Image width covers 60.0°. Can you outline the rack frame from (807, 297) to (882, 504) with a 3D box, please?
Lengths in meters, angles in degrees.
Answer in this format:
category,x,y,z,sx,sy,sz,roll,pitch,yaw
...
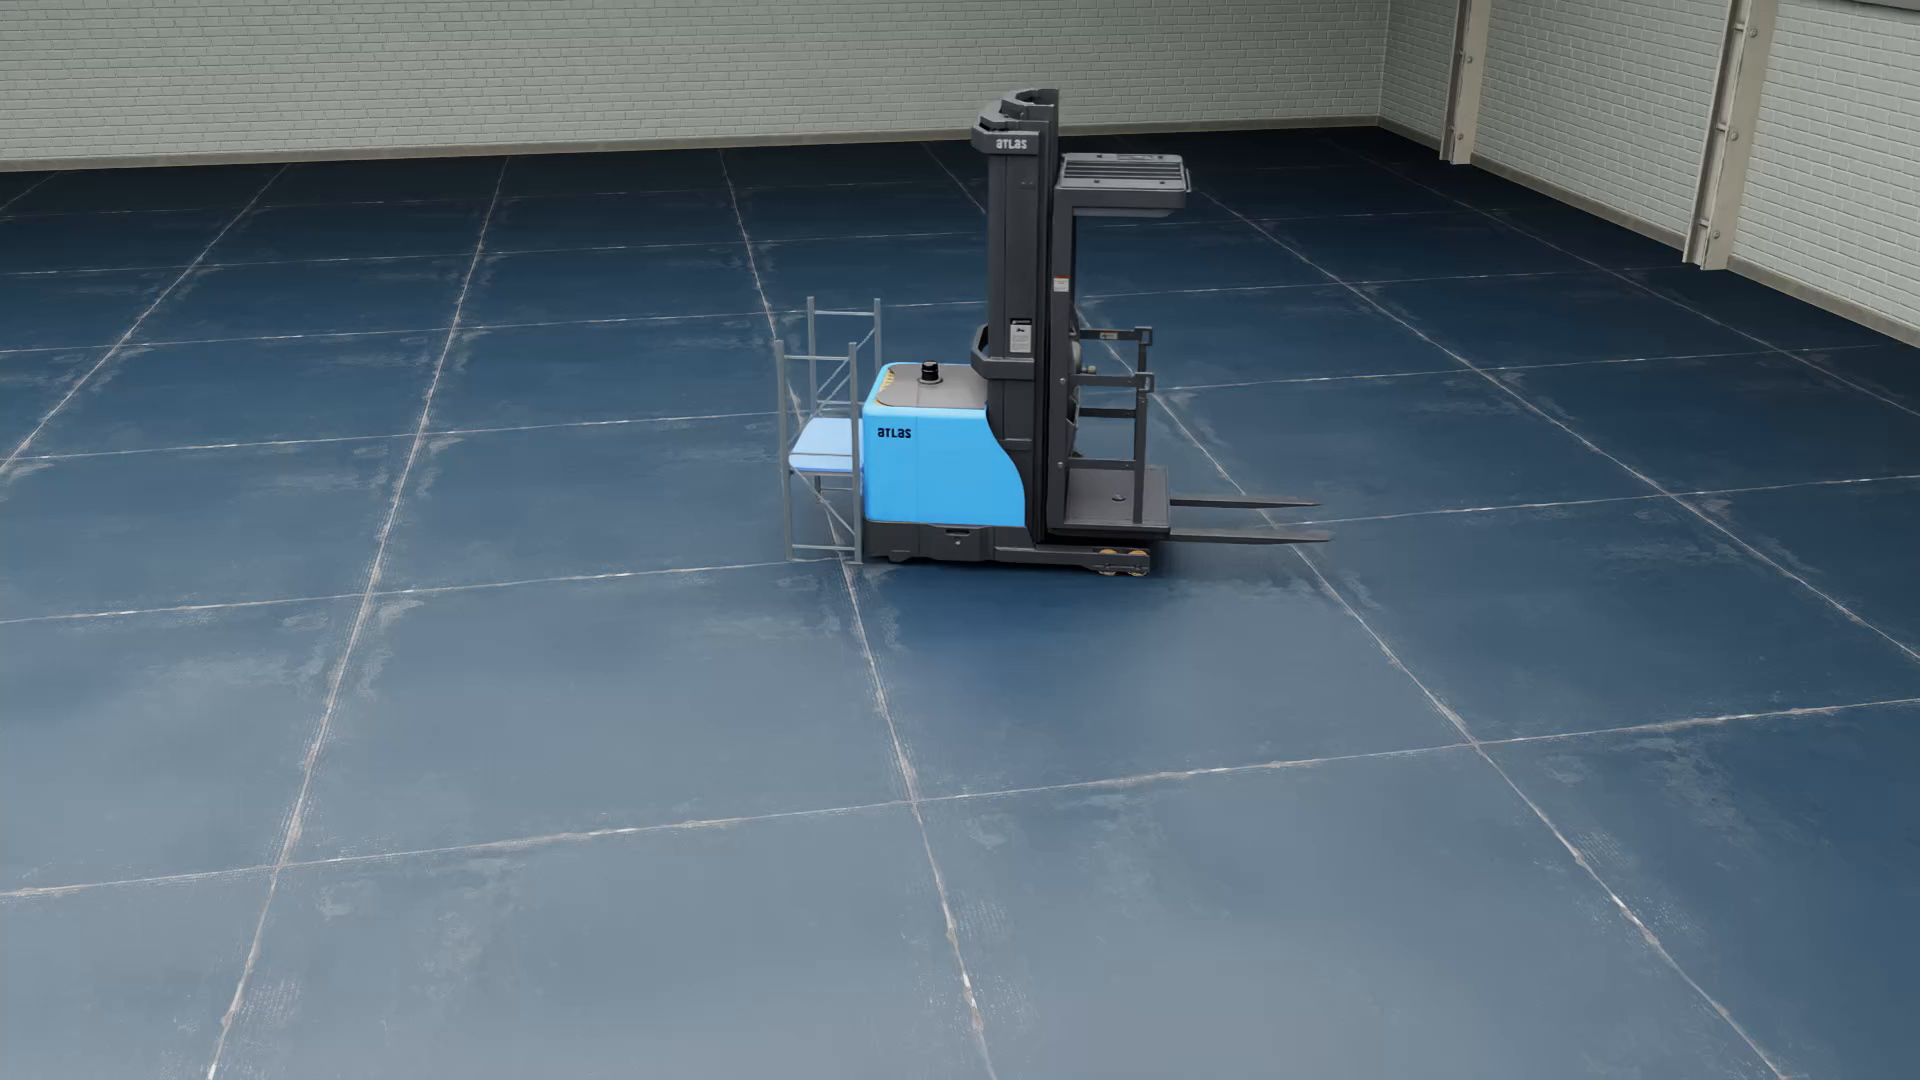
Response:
category,x,y,z,sx,sy,sz,roll,pitch,yaw
rack frame,-0.785,-0.947,11.545,0.500,1.500,0.032,2,24,6

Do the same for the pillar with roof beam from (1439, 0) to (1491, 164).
category,x,y,z,sx,sy,sz,roll,pitch,yaw
pillar with roof beam,2.773,-9.159,20.978,9.100,9.000,0.400,-4,24,-10

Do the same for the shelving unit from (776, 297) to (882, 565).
category,x,y,z,sx,sy,sz,roll,pitch,yaw
shelving unit,-0.839,-0.745,11.082,0.538,1.500,1.048,2,24,6

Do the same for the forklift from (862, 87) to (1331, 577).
category,x,y,z,sx,sy,sz,roll,pitch,yaw
forklift,0.915,-1.331,10.636,3.031,2.935,1.130,2,24,5

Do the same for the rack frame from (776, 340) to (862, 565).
category,x,y,z,sx,sy,sz,roll,pitch,yaw
rack frame,-0.892,-0.543,10.619,0.500,1.500,0.032,2,24,6

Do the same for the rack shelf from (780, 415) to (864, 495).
category,x,y,z,sx,sy,sz,roll,pitch,yaw
rack shelf,-0.839,-0.580,11.154,0.538,0.185,1.000,2,24,6

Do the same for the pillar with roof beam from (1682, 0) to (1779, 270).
category,x,y,z,sx,sy,sz,roll,pitch,yaw
pillar with roof beam,3.883,-6.799,15.575,9.100,9.000,0.400,-4,24,-10
